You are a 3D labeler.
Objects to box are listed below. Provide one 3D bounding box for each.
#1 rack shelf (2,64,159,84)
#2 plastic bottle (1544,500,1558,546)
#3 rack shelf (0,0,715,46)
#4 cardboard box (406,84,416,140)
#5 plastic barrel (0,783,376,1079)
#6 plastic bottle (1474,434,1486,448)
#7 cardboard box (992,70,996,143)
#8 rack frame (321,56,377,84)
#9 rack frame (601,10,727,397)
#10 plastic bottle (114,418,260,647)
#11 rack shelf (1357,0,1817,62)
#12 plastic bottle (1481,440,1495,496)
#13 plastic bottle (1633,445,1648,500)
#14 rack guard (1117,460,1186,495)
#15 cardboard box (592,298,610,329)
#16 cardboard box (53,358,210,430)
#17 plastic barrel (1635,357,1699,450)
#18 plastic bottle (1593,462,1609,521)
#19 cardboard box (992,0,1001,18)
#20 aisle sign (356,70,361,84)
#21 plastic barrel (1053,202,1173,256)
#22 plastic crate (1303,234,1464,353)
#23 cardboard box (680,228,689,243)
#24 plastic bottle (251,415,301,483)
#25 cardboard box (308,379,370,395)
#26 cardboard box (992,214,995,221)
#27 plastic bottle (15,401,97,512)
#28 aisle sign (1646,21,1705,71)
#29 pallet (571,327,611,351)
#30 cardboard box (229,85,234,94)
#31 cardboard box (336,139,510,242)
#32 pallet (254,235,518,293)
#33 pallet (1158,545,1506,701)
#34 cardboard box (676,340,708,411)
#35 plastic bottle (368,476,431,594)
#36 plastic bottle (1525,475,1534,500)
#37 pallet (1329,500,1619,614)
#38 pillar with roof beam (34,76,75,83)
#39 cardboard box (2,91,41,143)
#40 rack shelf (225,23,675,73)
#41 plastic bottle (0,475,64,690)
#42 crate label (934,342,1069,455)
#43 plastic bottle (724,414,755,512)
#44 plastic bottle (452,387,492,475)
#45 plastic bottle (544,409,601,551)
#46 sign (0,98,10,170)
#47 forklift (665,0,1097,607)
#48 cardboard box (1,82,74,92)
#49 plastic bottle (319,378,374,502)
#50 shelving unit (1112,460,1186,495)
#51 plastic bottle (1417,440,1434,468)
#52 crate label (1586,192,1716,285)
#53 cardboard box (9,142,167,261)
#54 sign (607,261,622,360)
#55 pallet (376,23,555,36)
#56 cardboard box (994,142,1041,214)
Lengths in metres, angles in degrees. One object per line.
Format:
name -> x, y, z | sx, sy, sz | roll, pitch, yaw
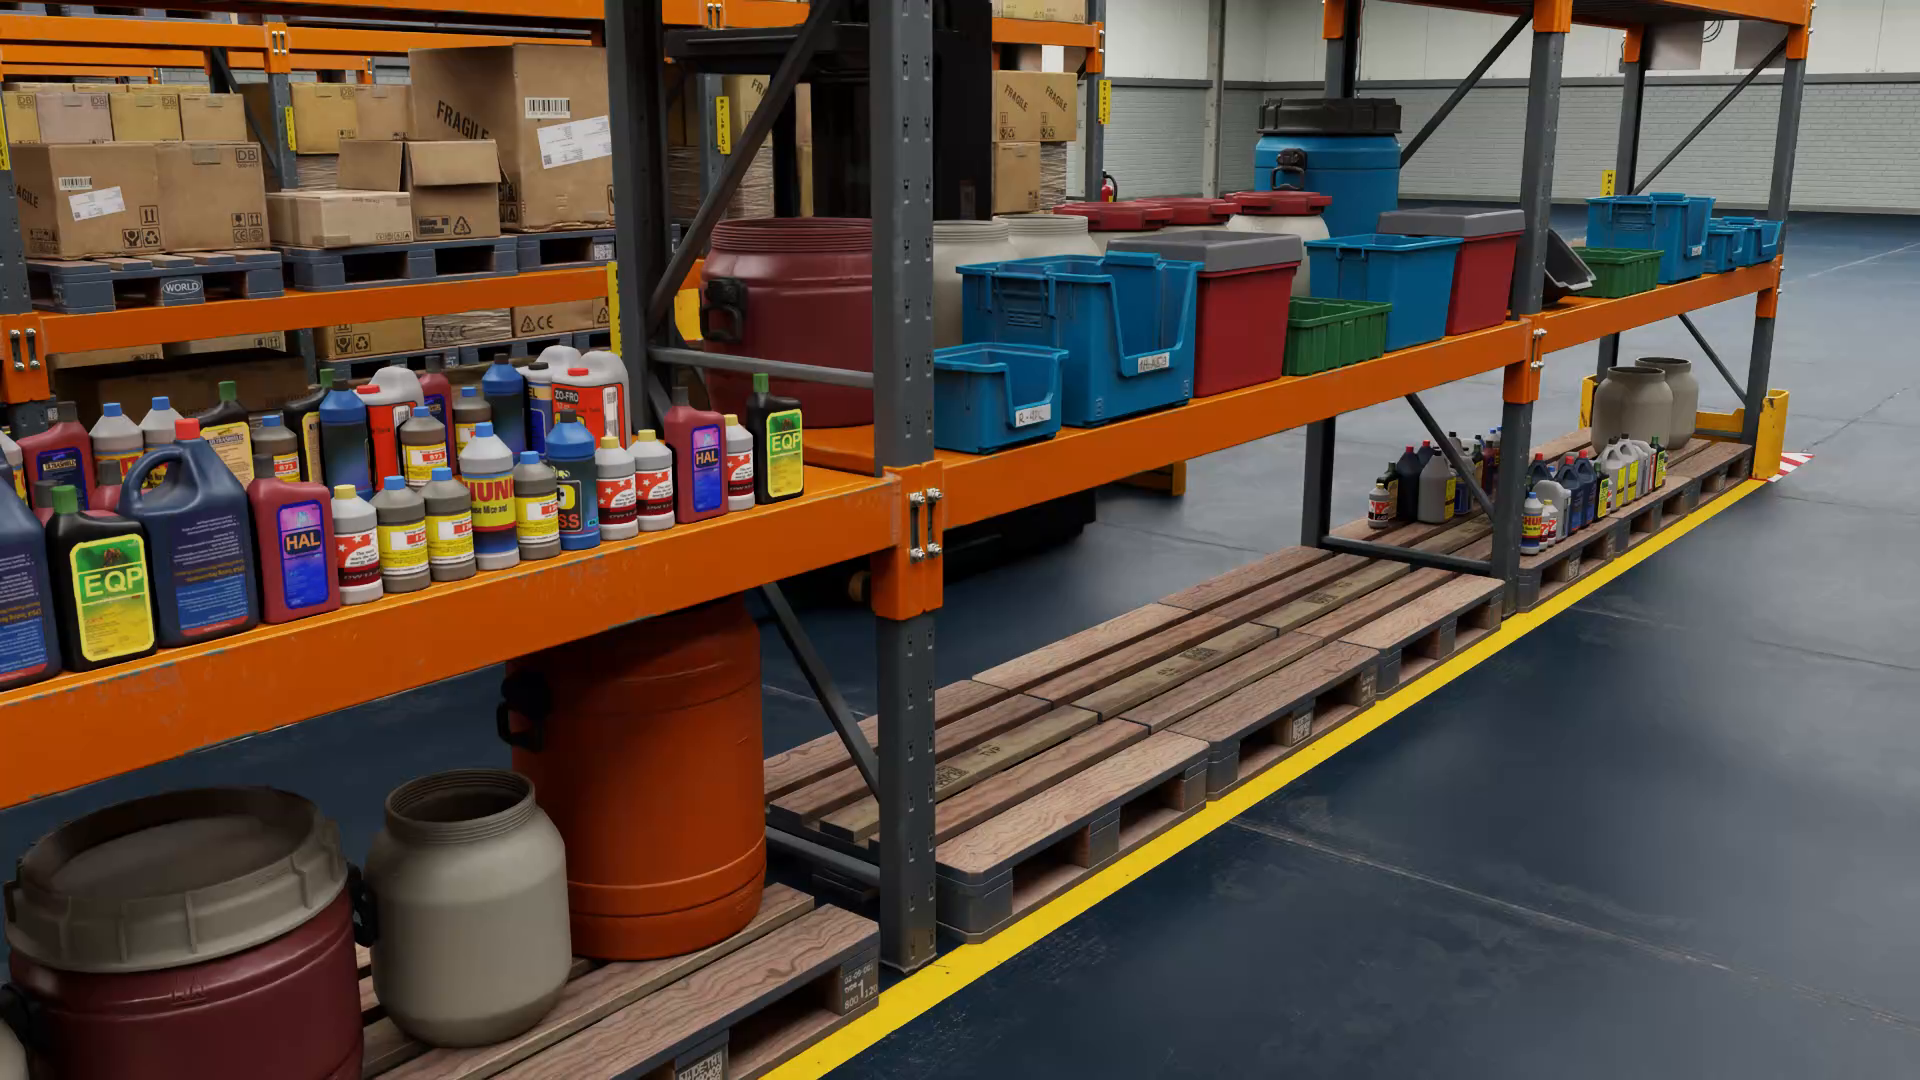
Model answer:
rack shelf -> -12.139, -5.750, 20.535 | 1.077, 0.370, 4.000 | 11, 18, 38
plastic bottle -> 2.696, -0.084, 7.650 | 0.097, 0.201, 0.097 | 0, 14, 0
rack shelf -> -3.082, -2.683, 8.462 | 1.077, 0.370, 4.000 | 11, 18, 38
cardboard box -> -4.660, -3.615, 14.263 | 0.875, 0.550, 0.550 | 11, 18, 38
plastic barrel -> -1.491, 0.849, 3.233 | 0.600, 0.588, 0.708 | 11, 18, 38
plastic bottle -> 2.754, -0.429, 8.867 | 0.097, 0.271, 0.097 | 0, 14, 0
cardboard box -> -0.091, -3.069, 11.773 | 0.500, 0.500, 0.500 | 11, 18, 38
rack frame -> -7.019, -4.261, 19.303 | 1.000, 3.000, 0.127 | 11, 18, 38
rack frame -> -1.825, -1.961, 10.251 | 1.000, 3.000, 0.127 | 11, 18, 38
plastic bottle -> -1.260, -0.018, 2.703 | 0.144, 0.351, 0.185 | 11, 18, 38
rack shelf -> 3.284, -2.683, 8.460 | 1.077, 0.370, 4.000 | 11, 18, 38
plastic bottle -> 2.720, -0.372, 8.619 | 0.061, 0.283, 0.133 | 11, 18, 38
plastic bottle -> 3.461, -0.364, 8.601 | 0.152, 0.276, 0.135 | 11, 18, 36
rack guard -> 1.070, -0.433, 9.818 | 0.587, 0.250, 0.087 | 12, 18, 39
cardboard box -> -3.481, -2.548, 16.022 | 0.875, 0.875, 0.875 | 11, 18, 38
cardboard box -> -3.942, -0.693, 7.920 | 0.500, 0.250, 0.500 | 12, 19, 40
plastic barrel -> 4.187, -0.821, 9.961 | 0.421, 0.512, 0.421 | 0, 14, 0
plastic bottle -> 3.112, -0.243, 8.111 | 0.061, 0.283, 0.133 | 12, 19, 40
cardboard box -> -0.057, -3.784, 11.638 | 0.500, 0.250, 0.500 | 12, 18, 39
aisle sign -> -6.755, -5.488, 18.853 | 0.394, 0.787, 0.004 | 11, 18, 38
plastic barrel -> 0.522, -0.888, 5.750 | 0.433, 0.535, 0.433 | 0, 14, 0
plastic crate -> 1.576, -0.928, 6.214 | 0.392, 0.384, 0.575 | 11, 18, 38
cardboard box -> -1.919, -1.926, 10.623 | 0.380, 0.149, 0.250 | 11, 18, 38
plastic bottle -> -1.479, -0.167, 3.593 | 0.097, 0.201, 0.097 | 0, 14, 0
cardboard box -> -3.244, -0.546, 8.863 | 0.700, 0.500, 0.500 | 13, 19, 42
cardboard box -> 0.037, -2.328, 12.206 | 0.380, 0.149, 0.250 | 11, 18, 38
plastic bottle -> -1.772, -0.125, 3.260 | 0.061, 0.283, 0.133 | 11, 18, 38
aisle sign -> 4.358, -3.280, 10.161 | 0.394, 0.787, 0.004 | 11, 18, 38
pallet -> -3.547, -1.997, 16.056 | 1.003, 0.211, 1.213 | 11, 18, 38
cardboard box -> -7.735, -4.597, 17.788 | 0.700, 0.500, 0.500 | 11, 18, 37
cardboard box -> -2.843, -1.868, 8.823 | 0.797, 0.503, 0.637 | 14, 20, 43
pallet -> -3.127, -1.488, 8.776 | 1.003, 0.211, 1.213 | 11, 18, 38
pallet -> 1.564, 0.313, 6.961 | 1.003, 0.211, 1.213 | 11, 18, 38
cardboard box -> -1.543, -1.024, 10.784 | 0.500, 0.500, 0.500 | 11, 18, 36
plastic bottle -> -1.008, -0.014, 2.987 | 0.097, 0.201, 0.097 | 0, 14, 0
plastic bottle -> 2.667, -0.167, 7.812 | 0.061, 0.283, 0.133 | 11, 18, 38
pallet -> 2.482, 0.035, 8.058 | 1.003, 0.211, 1.213 | 11, 18, 38
pillar with roof beam -> -8.673, -7.276, 18.987 | 9.100, 9.000, 0.400 | 11, 18, 38
cardboard box -> -6.885, -2.893, 11.685 | 0.700, 0.500, 0.500 | 11, 18, 37
rack shelf -> -4.363, -4.236, 14.575 | 1.077, 0.370, 4.000 | 11, 18, 38
plastic bottle -> -1.460, 0.043, 2.463 | 0.144, 0.351, 0.185 | 11, 18, 38
crate label -> 0.069, -0.370, 4.328 | 0.303, 0.233, 0.416 | 11, 18, 38
plastic bottle -> -0.496, -0.170, 3.602 | 0.097, 0.201, 0.097 | 0, 14, 0
plastic bottle -> -1.166, -0.263, 3.969 | 0.097, 0.201, 0.097 | 0, 14, 0
plastic bottle -> -0.764, -0.122, 3.272 | 0.097, 0.271, 0.097 | 0, 14, 0
sign -> -3.906, -1.671, 6.757 | 0.100, 0.325, 0.005 | 11, 18, 38
forklift -> -0.619, -1.260, 7.629 | 1.130, 2.935, 3.031 | 12, 18, 39
cardboard box -> -9.088, -4.223, 16.315 | 0.700, 0.500, 0.500 | 11, 18, 37
plastic bottle -> -1.348, -0.217, 3.648 | 0.097, 0.271, 0.097 | 0, 14, 0
shelving unit -> 0.749, -0.945, 9.295 | 0.587, 1.500, 1.083 | 12, 18, 39
plastic bottle -> 2.328, -0.329, 8.311 | 0.144, 0.351, 0.185 | 10, 17, 35
crate label -> 3.595, -1.583, 8.692 | 0.502, 0.435, 0.616 | 11, 18, 38
cardboard box -> -4.031, -1.557, 7.603 | 0.500, 0.500, 0.500 | 9, 17, 31
sign -> -0.919, -0.591, 4.528 | 0.100, 0.325, 0.005 | 11, 18, 38
pallet -> -4.330, -4.547, 14.516 | 1.003, 0.211, 1.213 | 11, 18, 38
cardboard box -> 0.101, -2.704, 12.369 | 0.875, 0.500, 0.500 | 11, 18, 38
